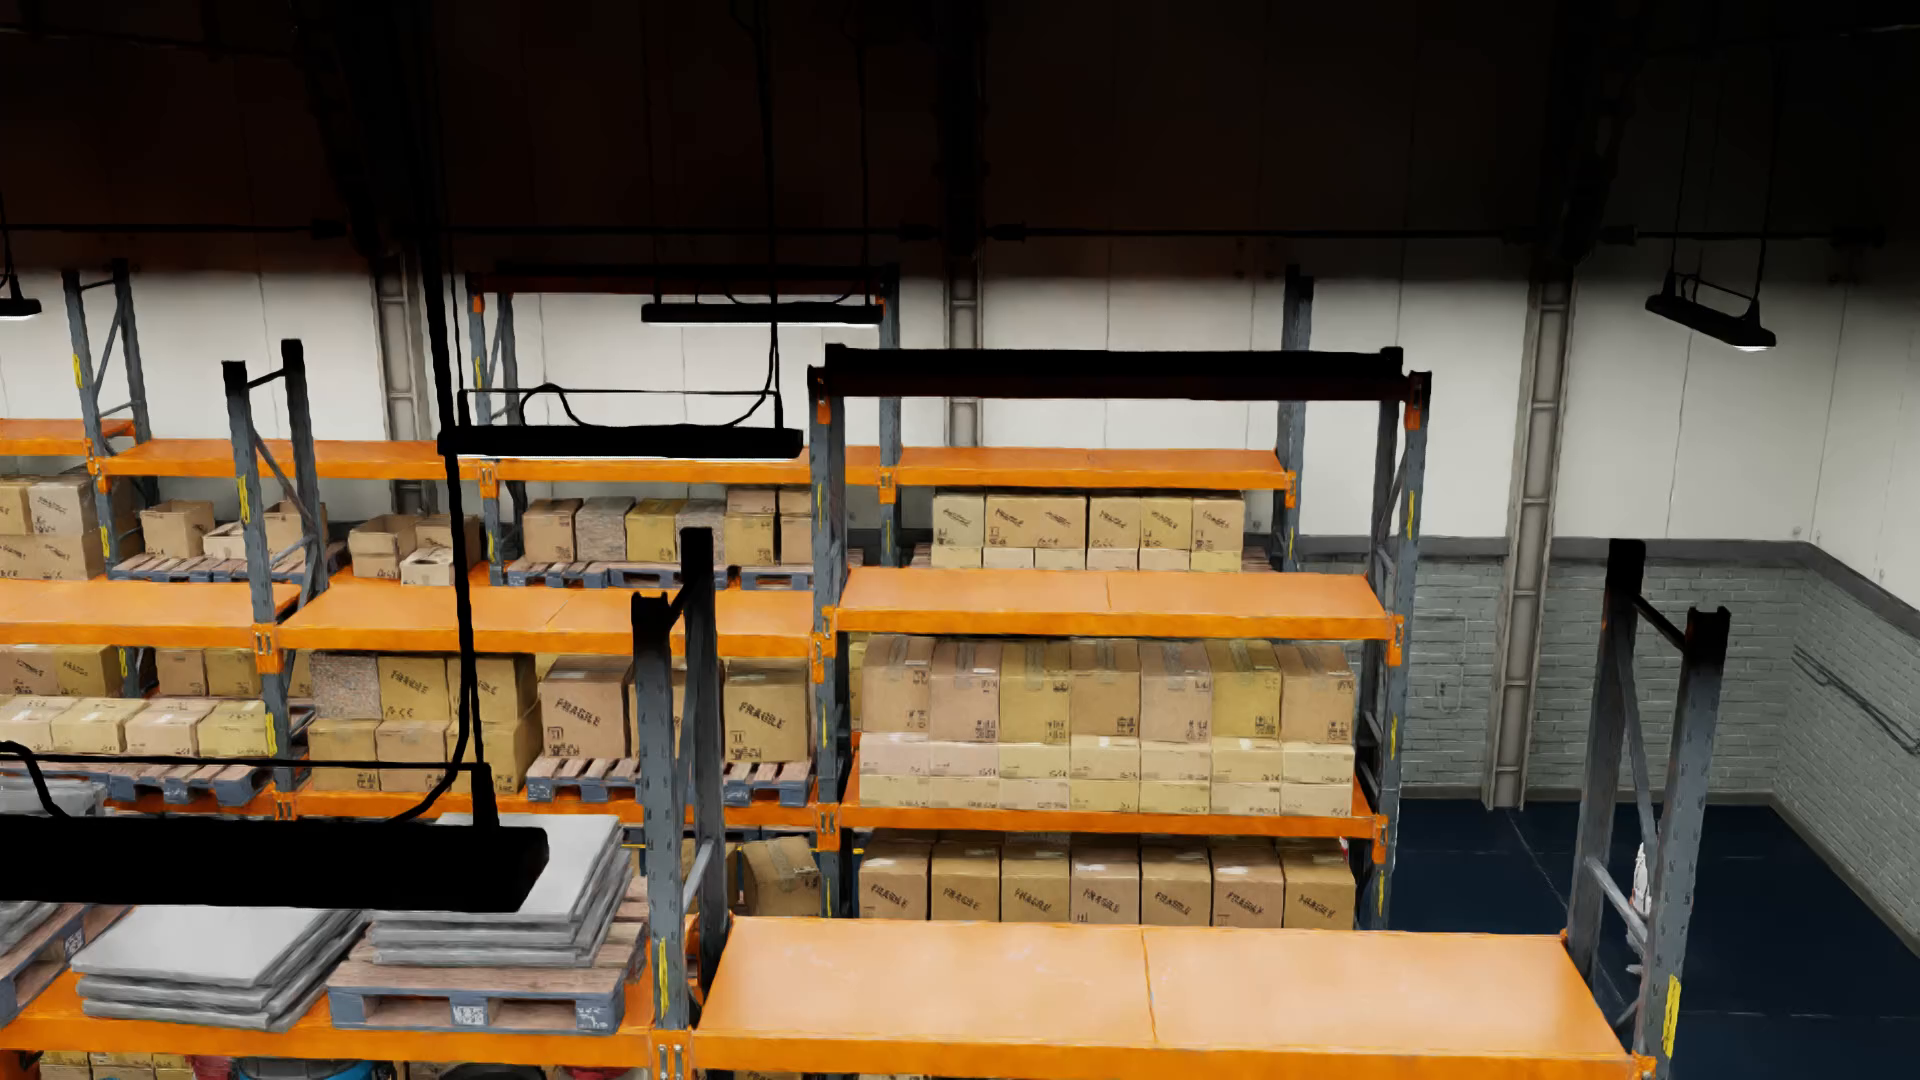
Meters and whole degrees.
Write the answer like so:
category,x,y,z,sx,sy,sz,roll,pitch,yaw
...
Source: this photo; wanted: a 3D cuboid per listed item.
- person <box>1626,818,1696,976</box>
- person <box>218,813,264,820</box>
category,x,y,z,sx,sy,sz,roll,pitch,yaw
person,6.132,3.183,14.529,0.575,1.745,0.601,-10,19,-31
person,-7.263,2.502,16.724,0.622,1.781,0.471,-6,17,-20
